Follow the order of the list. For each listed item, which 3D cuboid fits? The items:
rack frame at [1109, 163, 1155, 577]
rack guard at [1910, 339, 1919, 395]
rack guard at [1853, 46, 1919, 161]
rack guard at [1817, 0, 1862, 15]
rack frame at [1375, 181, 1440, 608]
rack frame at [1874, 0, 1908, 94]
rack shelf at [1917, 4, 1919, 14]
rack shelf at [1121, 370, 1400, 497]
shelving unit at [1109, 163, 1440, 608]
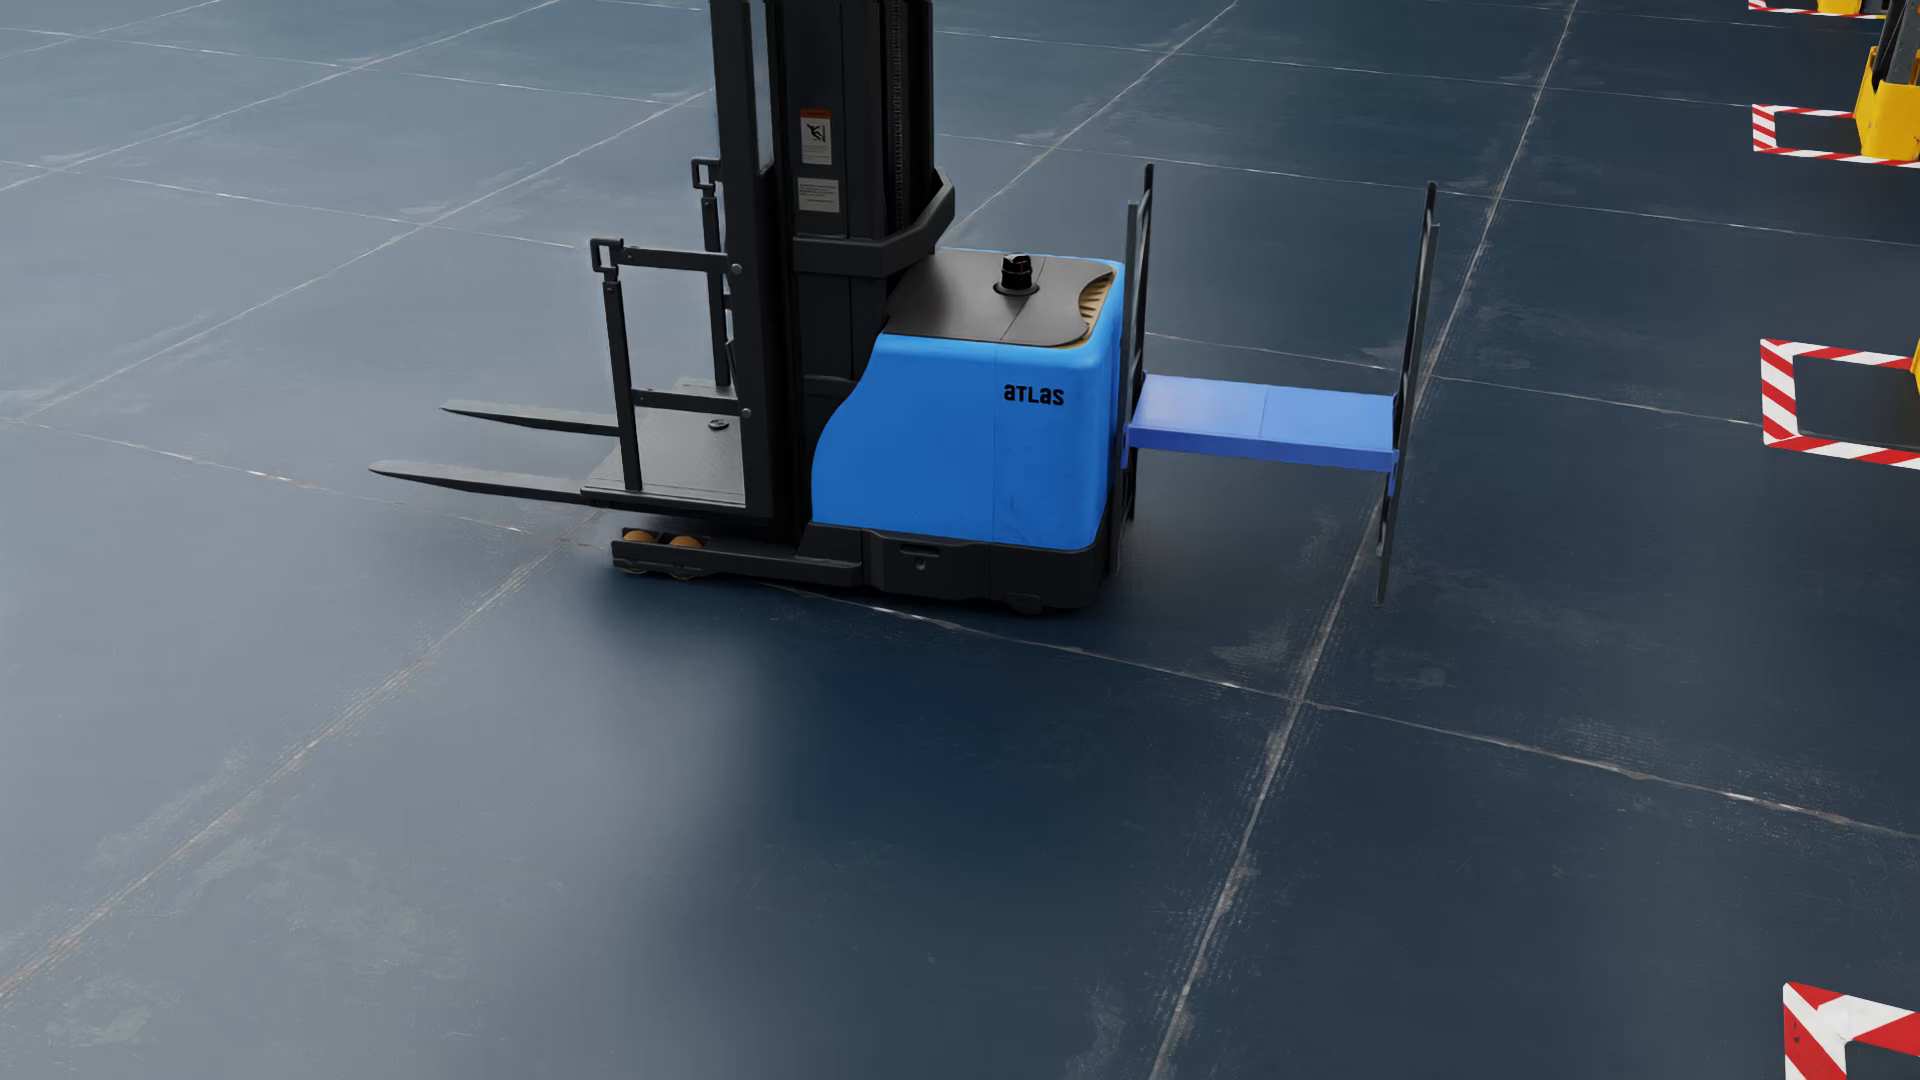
[{"bbox_3d":[0.654,-0.629,6.338,0.032,1.500,0.500,6,30,11],"label":"rack frame"},{"bbox_3d":[4.683,-0.799,7.656,0.348,0.500,1.175,11,31,19],"label":"rack guard"},{"bbox_3d":[6.563,-3.079,11.690,0.348,0.500,1.175,11,31,19],"label":"rack guard"},{"bbox_3d":[8.319,-5.334,15.679,0.348,0.500,1.175,11,31,19],"label":"rack guard"},{"bbox_3d":[1.644,-0.516,6.139,0.032,1.500,0.500,6,30,11],"label":"rack frame"},{"bbox_3d":[6.474,-4.159,11.059,0.053,2.616,0.949,11,31,19],"label":"rack frame"},{"bbox_3d":[8.328,-3.477,10.584,4.000,0.370,1.077,11,31,19],"label":"rack shelf"},{"bbox_3d":[1.149,-0.416,6.327,1.000,0.185,0.538,6,30,11],"label":"rack shelf"},{"bbox_3d":[1.149,-0.573,6.239,1.048,1.500,0.538,6,30,11],"label":"shelving unit"}]
